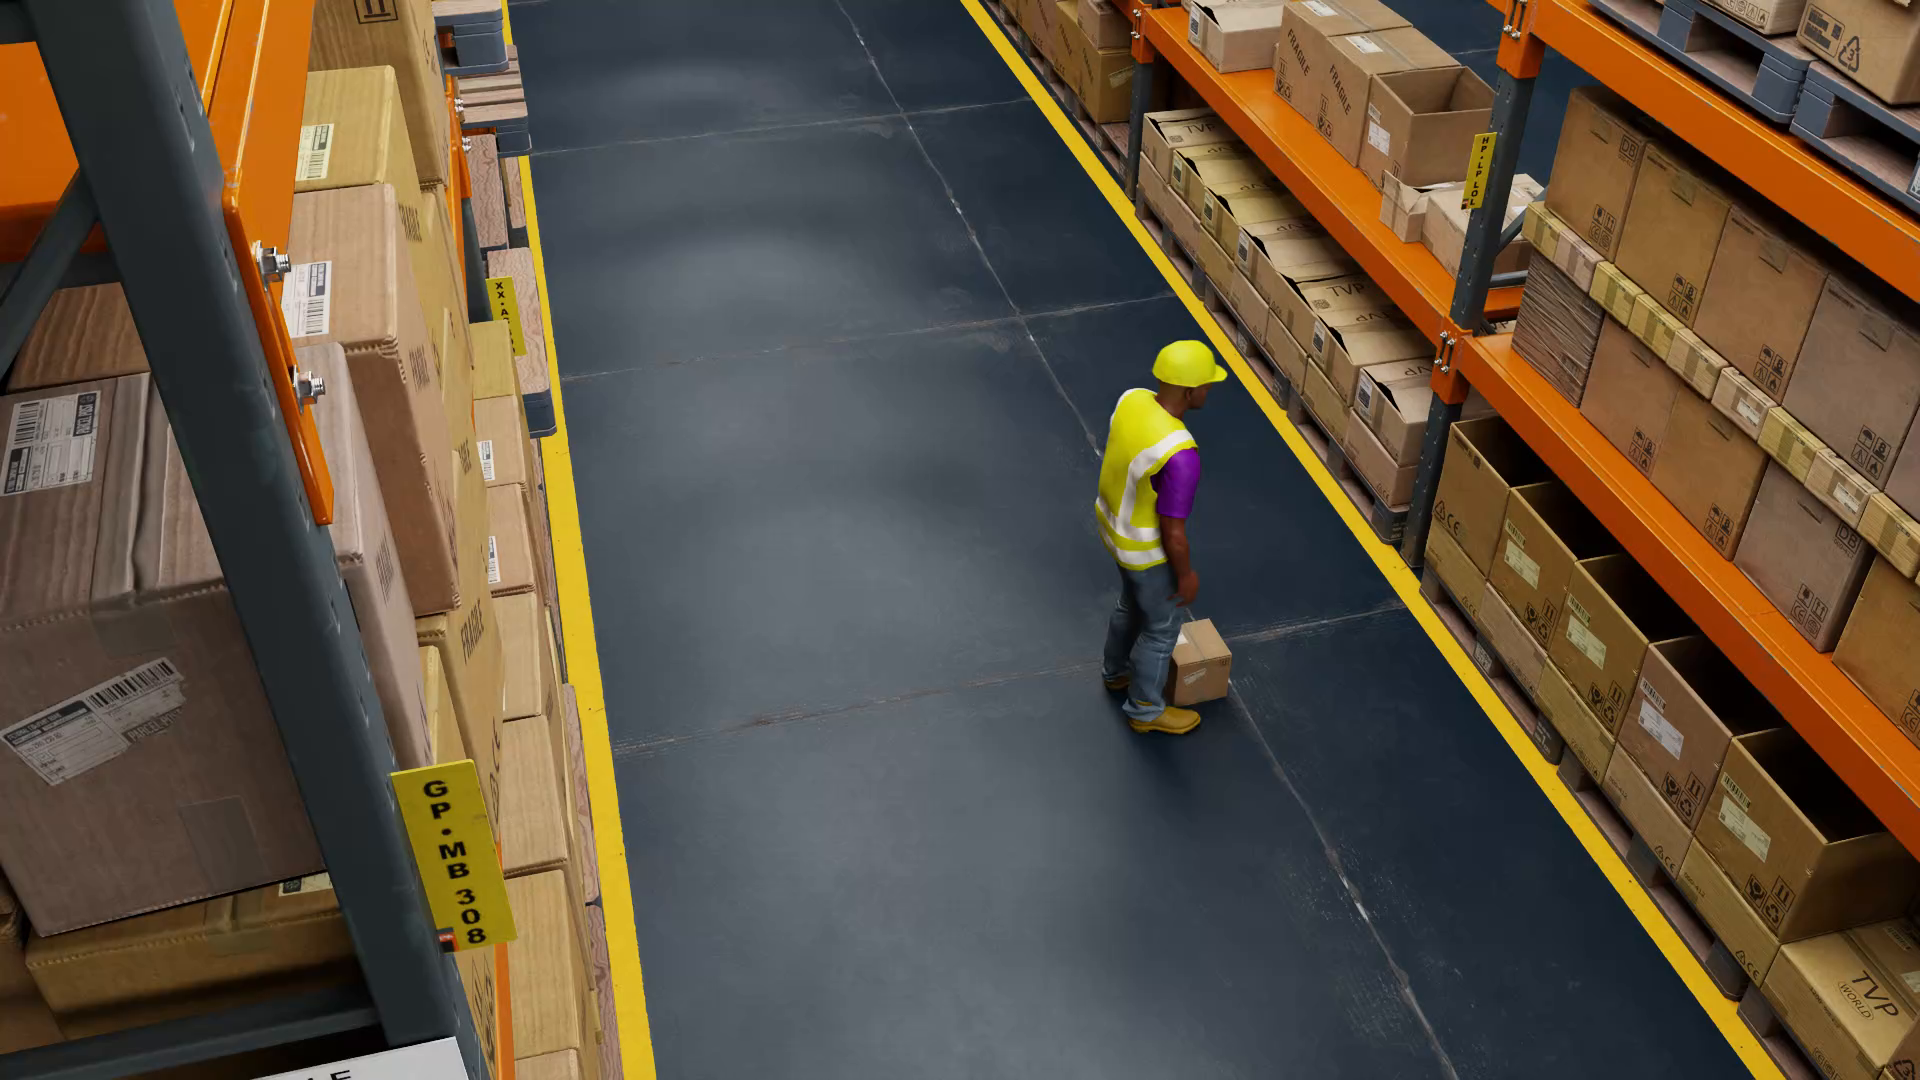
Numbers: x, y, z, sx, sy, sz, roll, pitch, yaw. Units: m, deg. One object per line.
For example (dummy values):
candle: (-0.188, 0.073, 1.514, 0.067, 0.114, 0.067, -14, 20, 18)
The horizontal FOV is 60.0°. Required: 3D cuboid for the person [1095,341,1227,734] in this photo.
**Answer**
person: (0.795, -0.018, 6.722, 0.463, 1.760, 0.635, -10, 39, -13)
